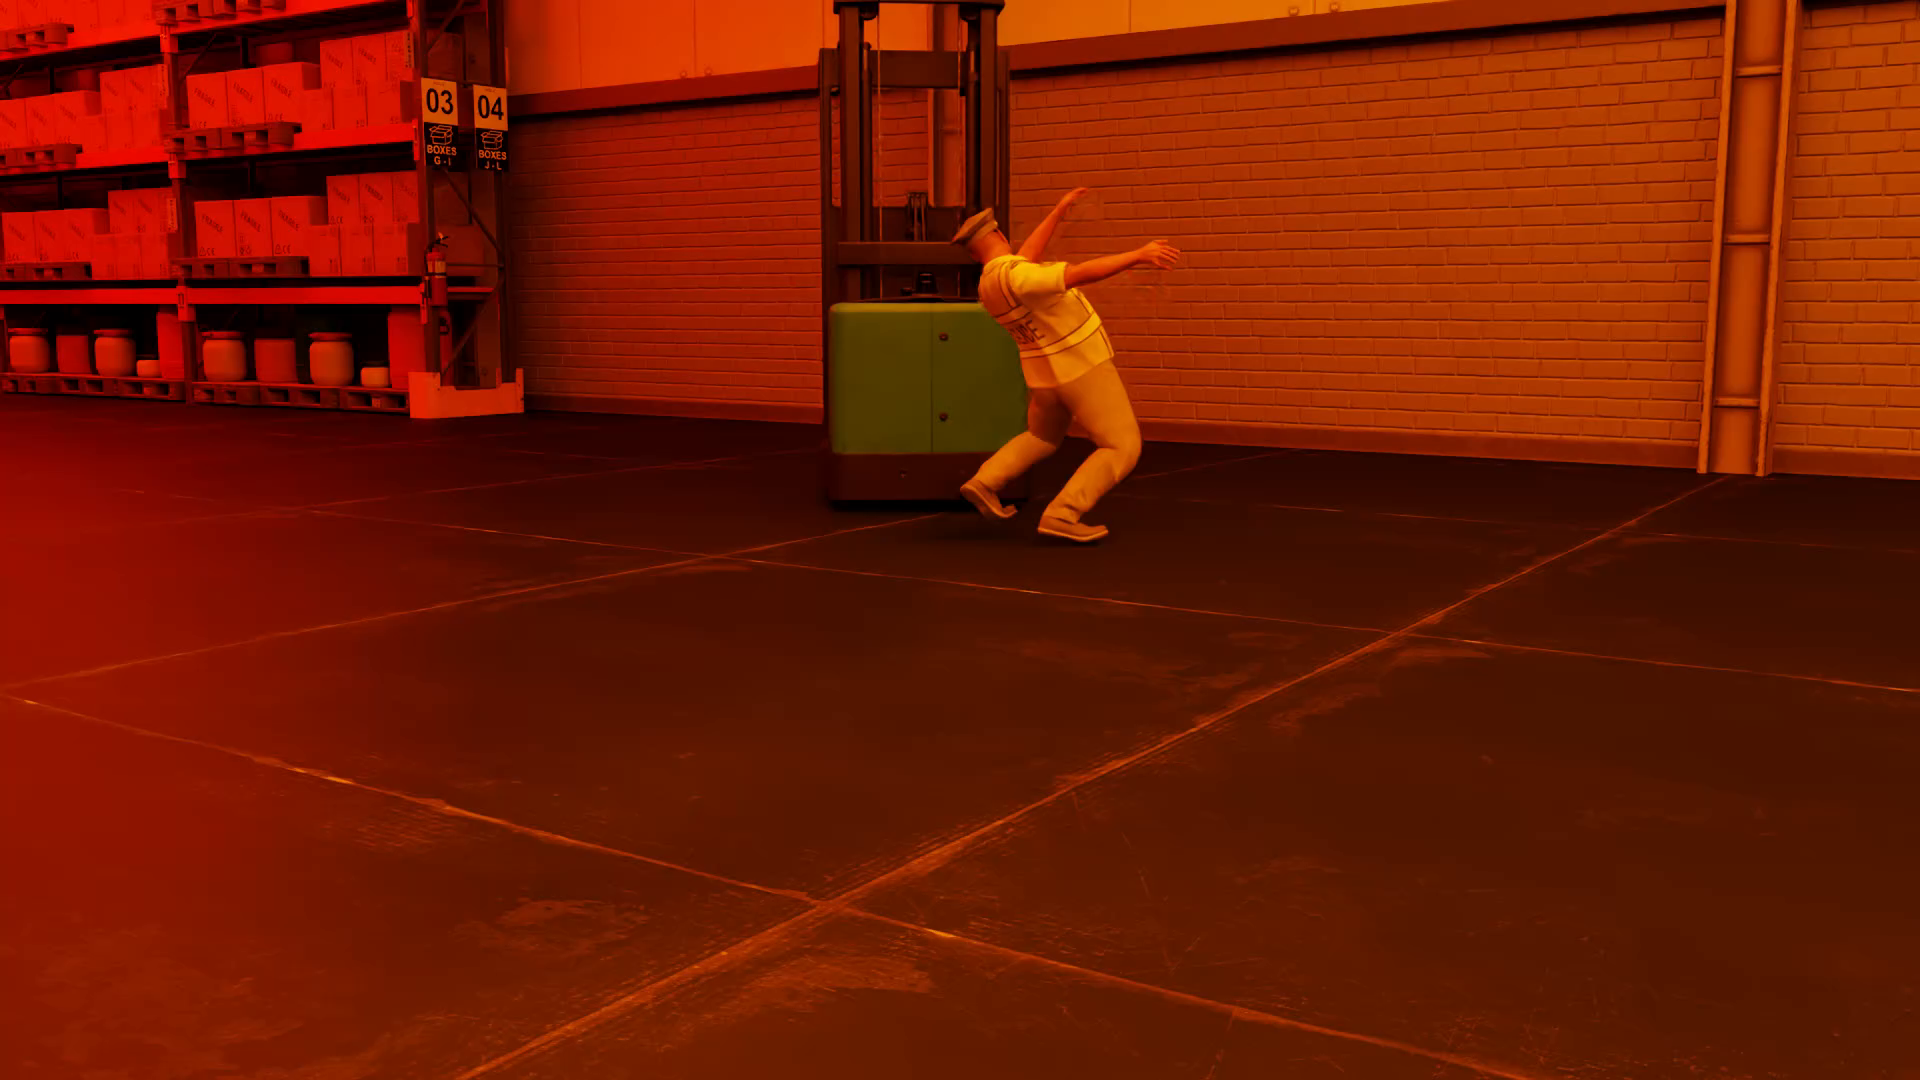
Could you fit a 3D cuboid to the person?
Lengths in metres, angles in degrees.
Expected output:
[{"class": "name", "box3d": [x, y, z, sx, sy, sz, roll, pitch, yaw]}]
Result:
[{"class": "person", "box3d": [0.457, -0.785, 7.392, 0.737, 1.594, 1.071, -5, 10, -33]}]

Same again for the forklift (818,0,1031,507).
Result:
[{"class": "forklift", "box3d": [-0.282, -1.800, 9.848, 1.130, 2.935, 3.031, -1, 8, -5]}]
